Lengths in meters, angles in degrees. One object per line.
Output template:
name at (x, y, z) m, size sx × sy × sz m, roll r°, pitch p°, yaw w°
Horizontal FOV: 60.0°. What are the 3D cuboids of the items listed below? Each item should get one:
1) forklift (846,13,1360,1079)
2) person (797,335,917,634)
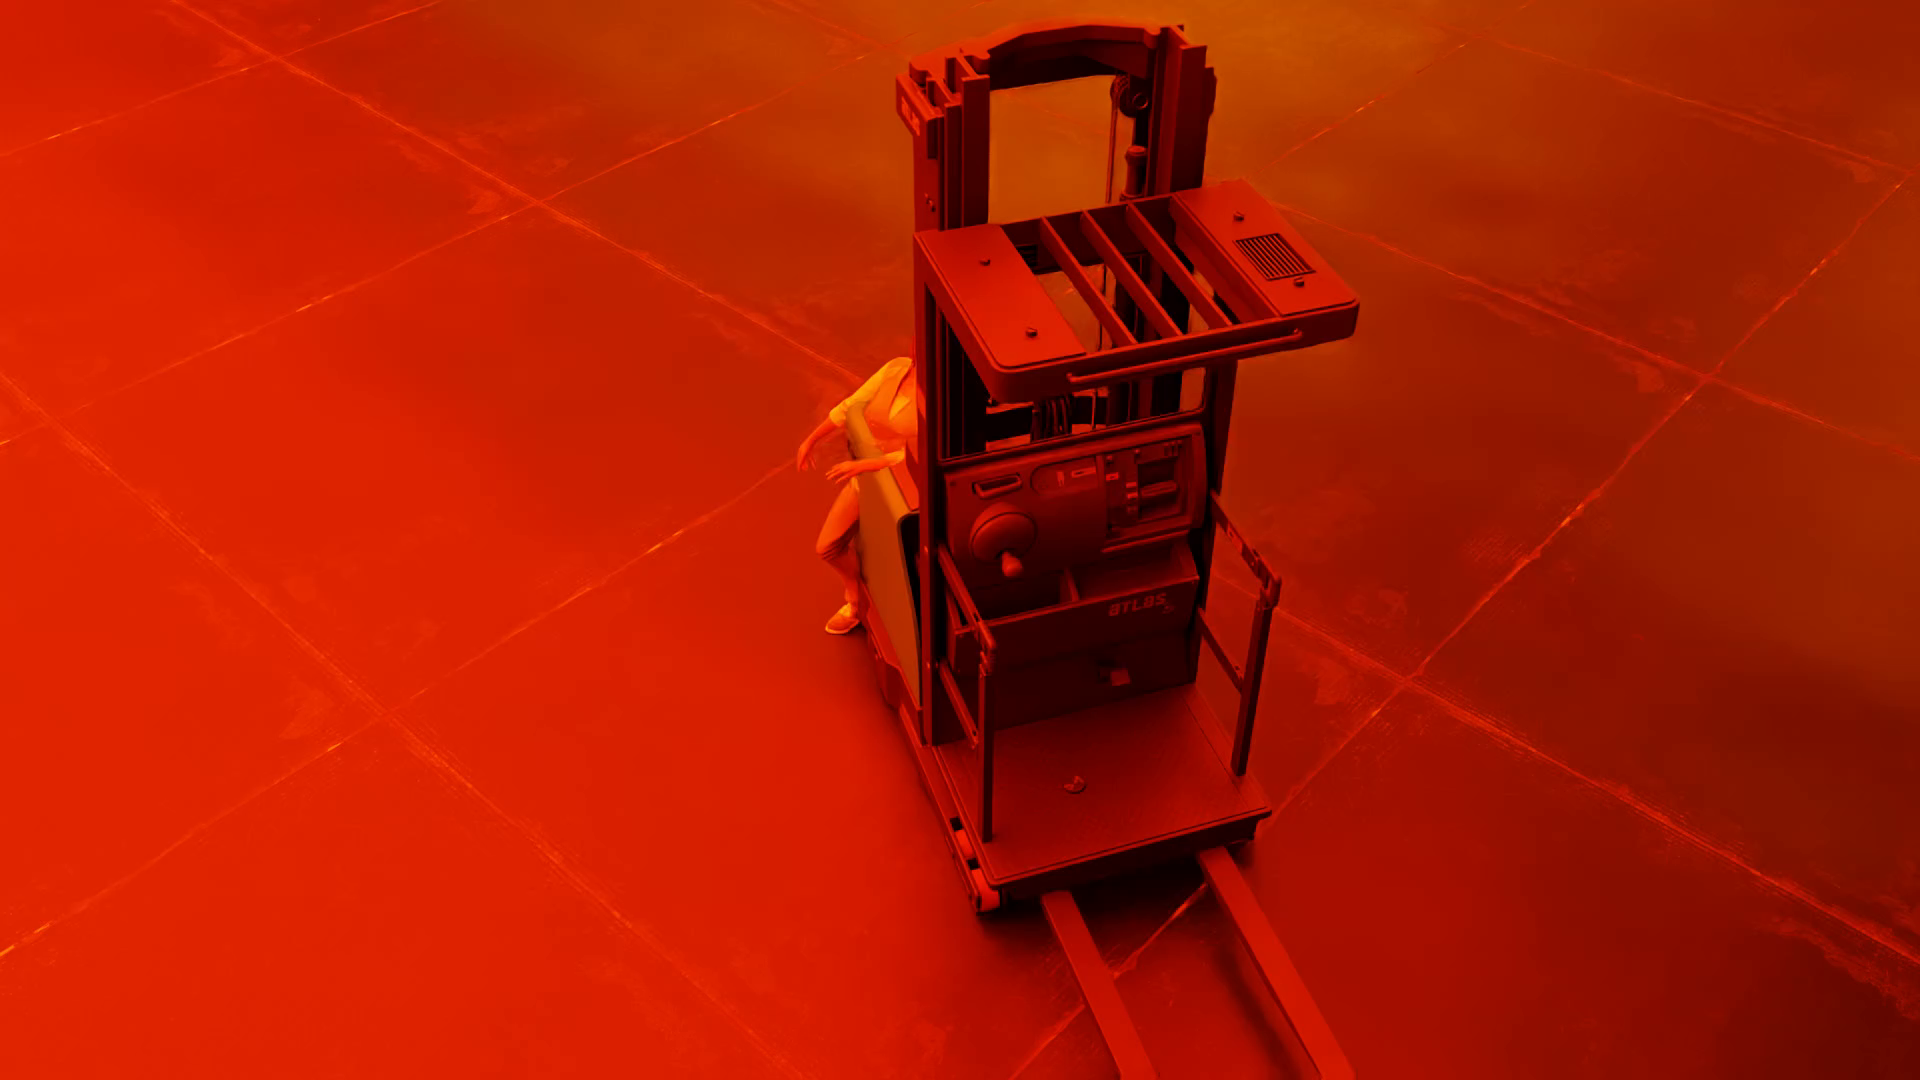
forklift at (0.471, -0.052, 5.488) m, size 1.130 × 2.935 × 3.031 m, roll -12°, pitch 42°, yaw -14°
person at (-0.325, -0.196, 6.798) m, size 0.752 × 1.448 × 0.774 m, roll 17°, pitch 43°, yaw 19°
